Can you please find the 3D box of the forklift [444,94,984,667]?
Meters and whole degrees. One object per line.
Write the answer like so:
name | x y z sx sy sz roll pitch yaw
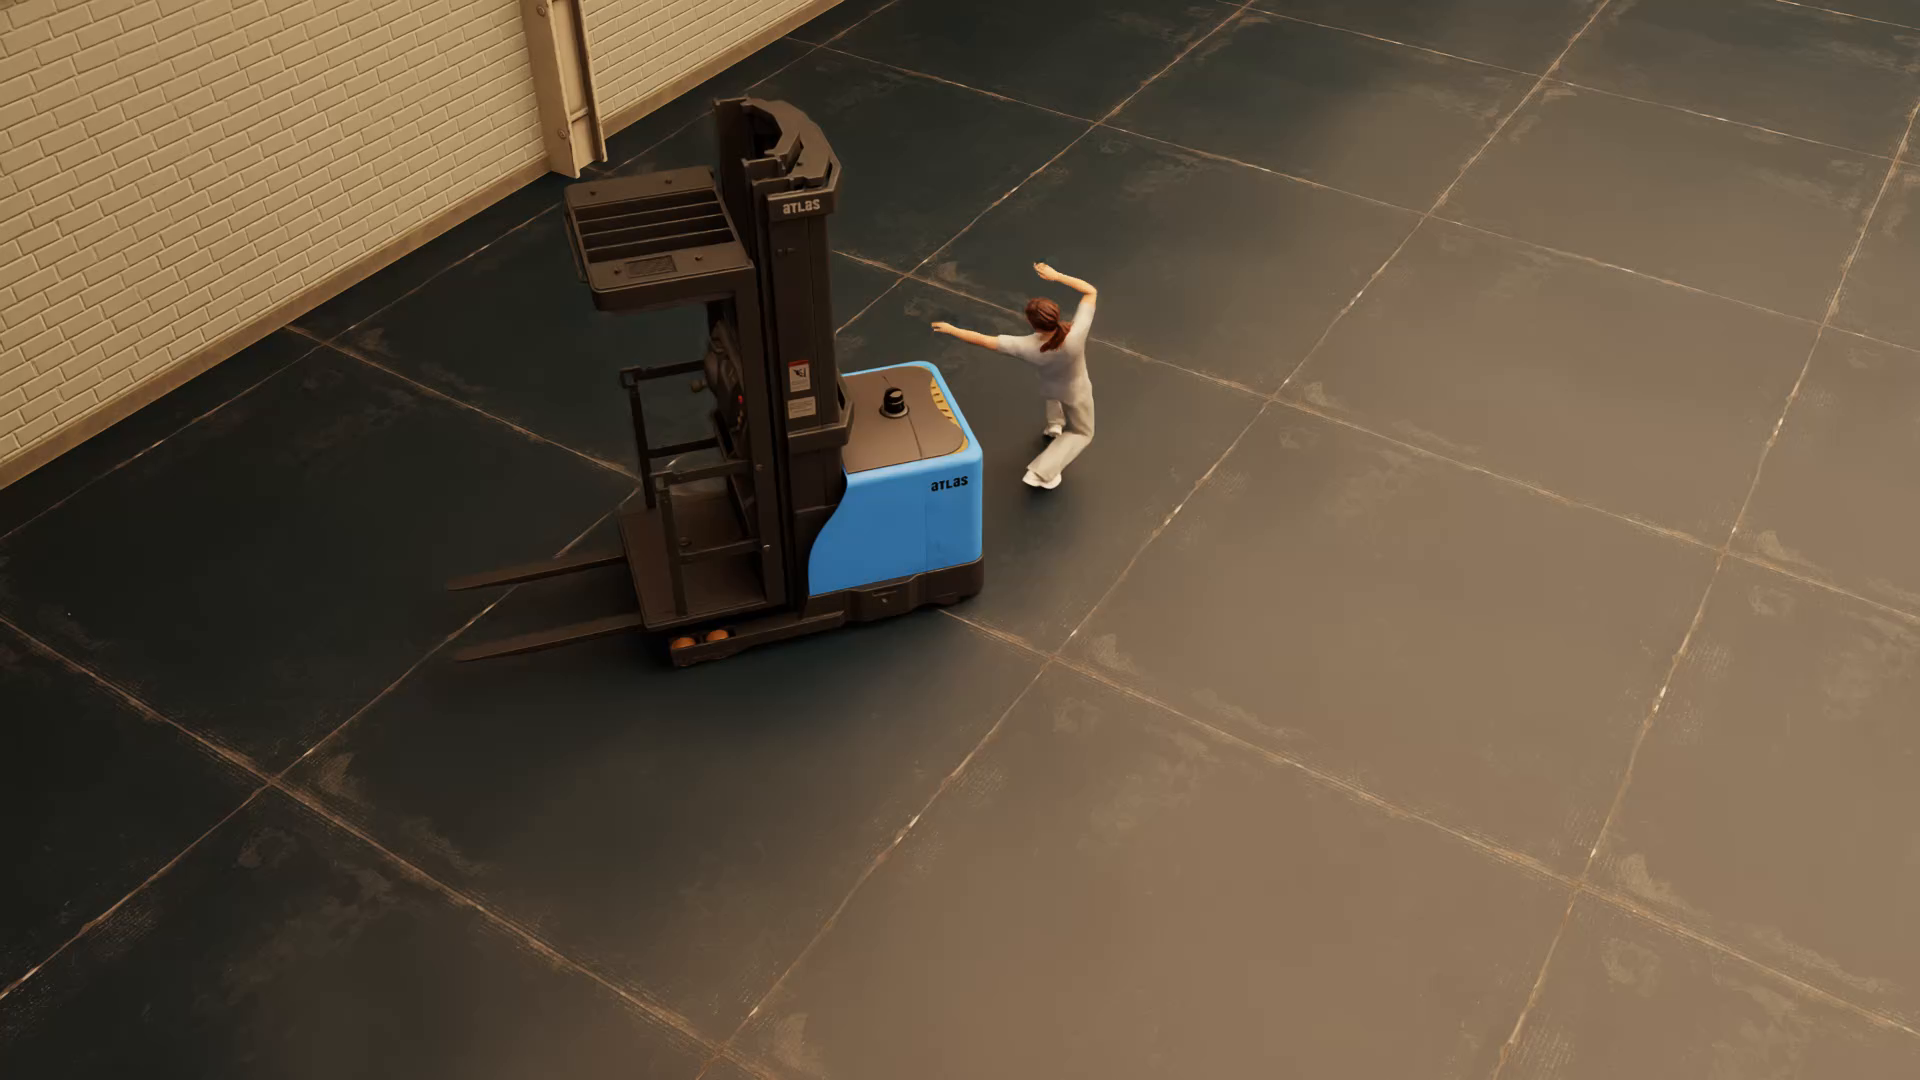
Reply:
forklift | -1.435 -0.789 8.898 3.031 2.935 1.130 -12 42 -13

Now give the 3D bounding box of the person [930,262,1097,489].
person | 0.380 -1.110 10.440 0.983 1.466 0.843 14 42 16
